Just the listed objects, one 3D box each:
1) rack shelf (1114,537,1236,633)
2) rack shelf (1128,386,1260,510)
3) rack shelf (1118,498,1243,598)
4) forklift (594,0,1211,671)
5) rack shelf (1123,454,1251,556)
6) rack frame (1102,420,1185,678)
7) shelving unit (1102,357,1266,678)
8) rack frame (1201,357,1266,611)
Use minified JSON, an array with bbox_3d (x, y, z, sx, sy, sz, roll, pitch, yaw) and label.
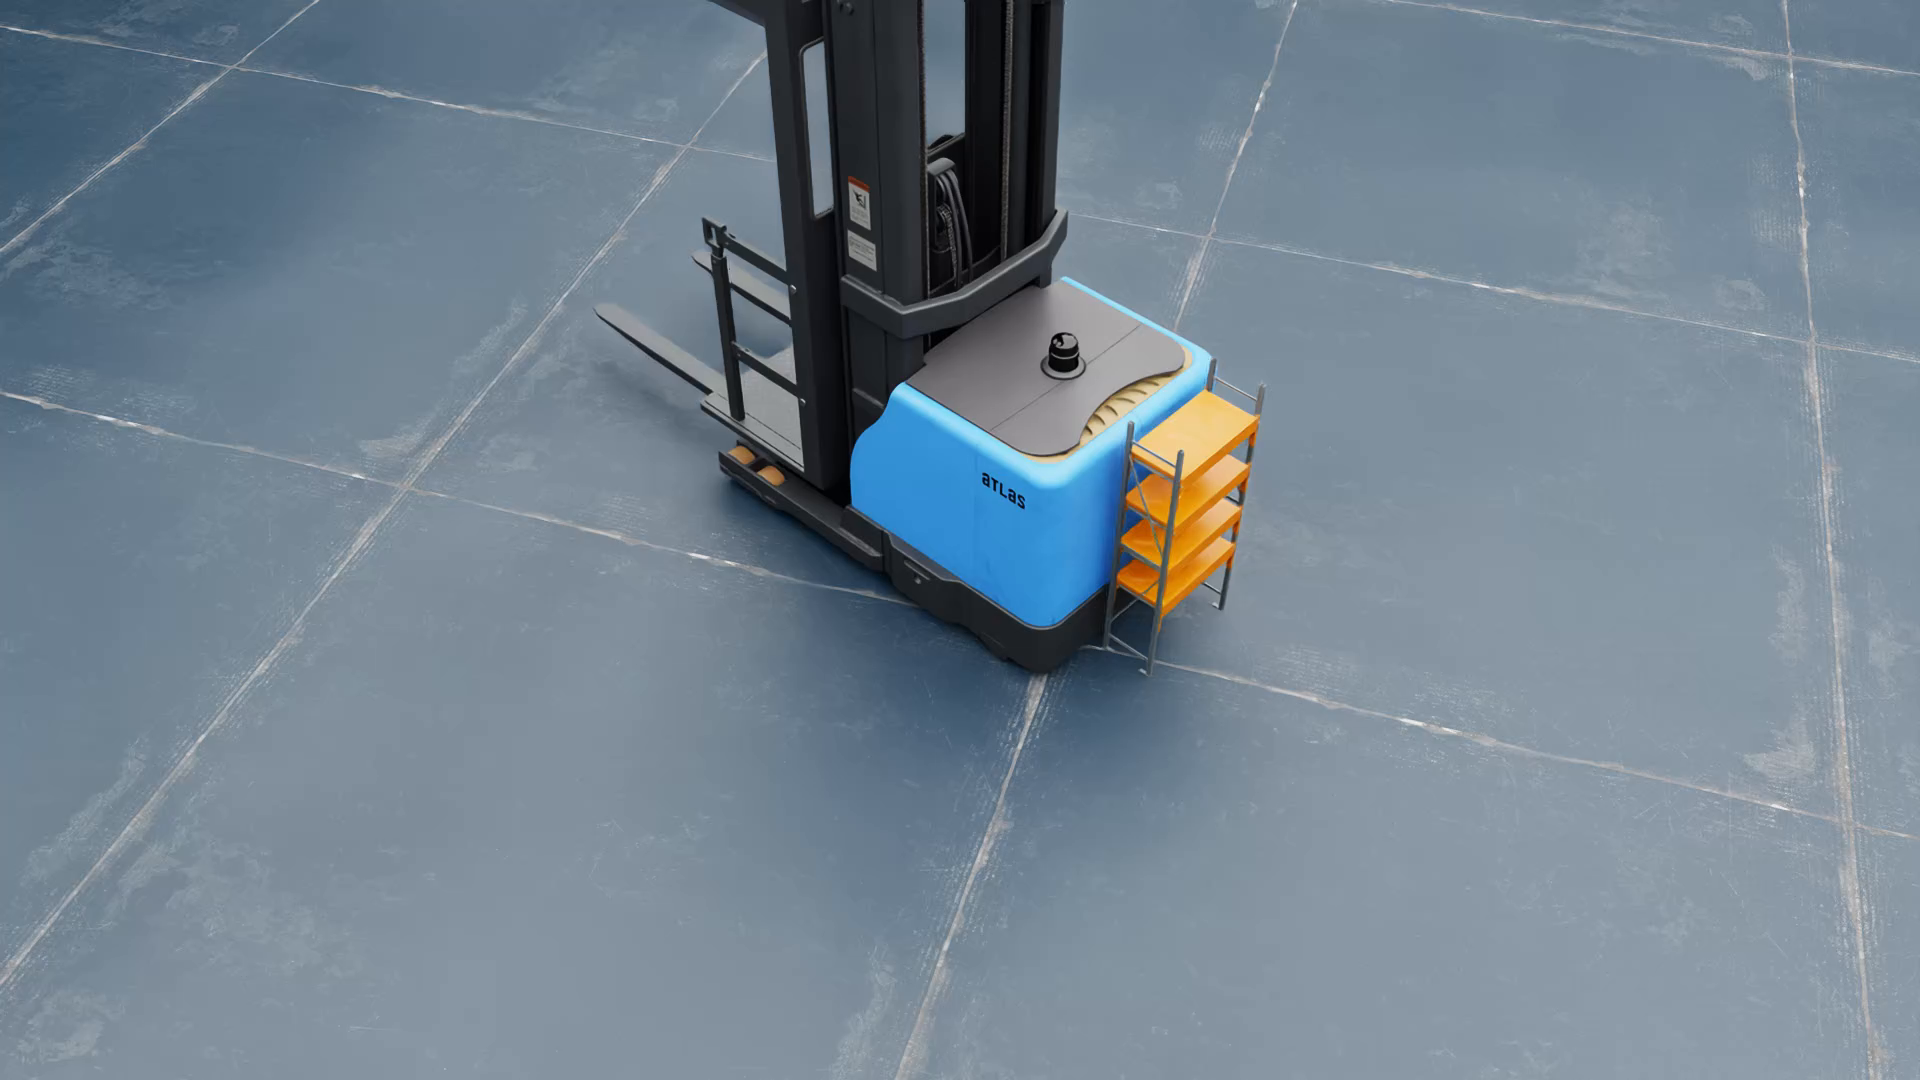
[{"bbox_3d":[0.836,0.124,6.541,0.258,0.148,0.480,33,53,28],"label":"rack shelf"},{"bbox_3d":[0.846,-0.341,6.074,0.258,0.148,0.480,33,53,28],"label":"rack shelf"},{"bbox_3d":[0.839,-0.016,6.400,0.258,0.148,0.480,33,53,28],"label":"rack shelf"},{"bbox_3d":[-0.426,-1.445,6.530,3.031,2.935,1.130,33,53,29],"label":"forklift"},{"bbox_3d":[0.843,-0.174,6.242,0.258,0.148,0.480,33,53,28],"label":"rack shelf"},{"bbox_3d":[0.676,0.062,6.224,0.240,1.200,0.015,33,53,28],"label":"rack frame"},{"bbox_3d":[0.840,-0.064,6.353,0.258,1.200,0.503,33,53,28],"label":"shelving unit"},{"bbox_3d":[1.005,-0.190,6.481,0.240,1.200,0.015,33,53,28],"label":"rack frame"}]
